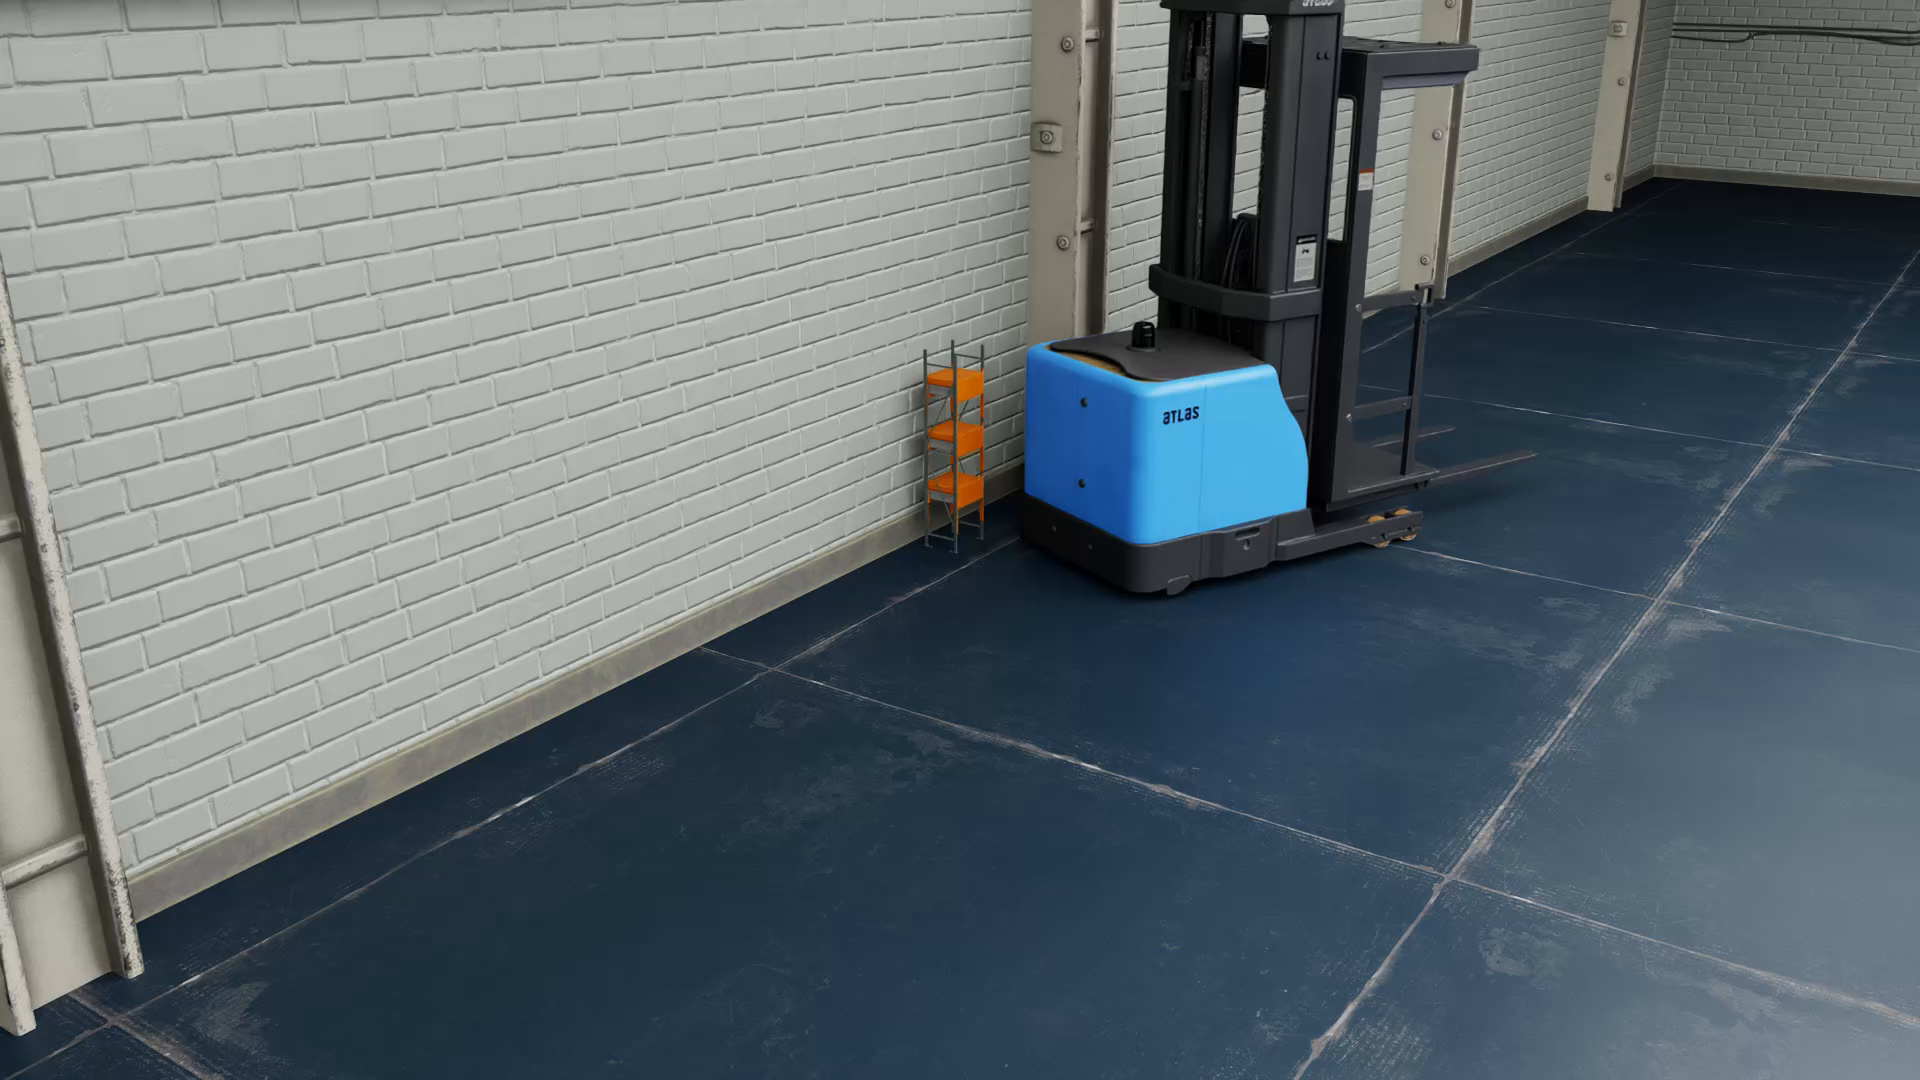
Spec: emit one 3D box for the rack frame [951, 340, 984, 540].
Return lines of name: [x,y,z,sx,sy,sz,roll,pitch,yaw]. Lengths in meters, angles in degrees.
rack frame: [0.039,-0.512,8.636,0.200,1.050,0.008,13,24,32]

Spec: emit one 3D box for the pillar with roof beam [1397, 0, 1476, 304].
pillar with roof beam: [7.544,-5.462,10.560,9.100,9.000,0.400,13,24,32]

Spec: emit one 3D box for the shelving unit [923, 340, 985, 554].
shelving unit: [-0.030,-0.477,8.541,0.215,1.050,0.252,13,24,32]

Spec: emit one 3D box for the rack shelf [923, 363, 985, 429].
rack shelf: [-0.030,-0.733,8.446,0.215,0.259,0.240,13,24,32]

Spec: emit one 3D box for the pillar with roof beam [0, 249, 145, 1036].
pillar with roof beam: [0.798,-2.019,1.252,9.100,9.000,0.400,13,24,32]

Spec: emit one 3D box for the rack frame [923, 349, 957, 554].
rack frame: [-0.099,-0.442,8.447,0.200,1.050,0.008,13,24,32]

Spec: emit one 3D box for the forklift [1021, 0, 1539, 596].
forklift: [1.836,-1.475,8.528,3.031,2.935,1.130,-12,24,-30]

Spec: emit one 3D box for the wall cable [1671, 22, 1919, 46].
wall cable: [10.106,-7.154,19.610,3.097,2.526,0.112,13,24,32]

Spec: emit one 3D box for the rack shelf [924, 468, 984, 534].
rack shelf: [-0.030,-0.206,8.641,0.215,0.259,0.240,13,24,32]

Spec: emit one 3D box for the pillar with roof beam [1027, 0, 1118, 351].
pillar with roof beam: [4.171,-3.740,5.906,9.100,9.000,0.400,13,24,32]

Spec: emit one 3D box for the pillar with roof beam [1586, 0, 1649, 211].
pillar with roof beam: [10.916,-7.183,15.214,9.100,9.000,0.400,13,24,32]

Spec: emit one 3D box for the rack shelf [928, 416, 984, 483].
rack shelf: [-0.030,-0.467,8.545,0.215,0.259,0.240,13,24,32]
